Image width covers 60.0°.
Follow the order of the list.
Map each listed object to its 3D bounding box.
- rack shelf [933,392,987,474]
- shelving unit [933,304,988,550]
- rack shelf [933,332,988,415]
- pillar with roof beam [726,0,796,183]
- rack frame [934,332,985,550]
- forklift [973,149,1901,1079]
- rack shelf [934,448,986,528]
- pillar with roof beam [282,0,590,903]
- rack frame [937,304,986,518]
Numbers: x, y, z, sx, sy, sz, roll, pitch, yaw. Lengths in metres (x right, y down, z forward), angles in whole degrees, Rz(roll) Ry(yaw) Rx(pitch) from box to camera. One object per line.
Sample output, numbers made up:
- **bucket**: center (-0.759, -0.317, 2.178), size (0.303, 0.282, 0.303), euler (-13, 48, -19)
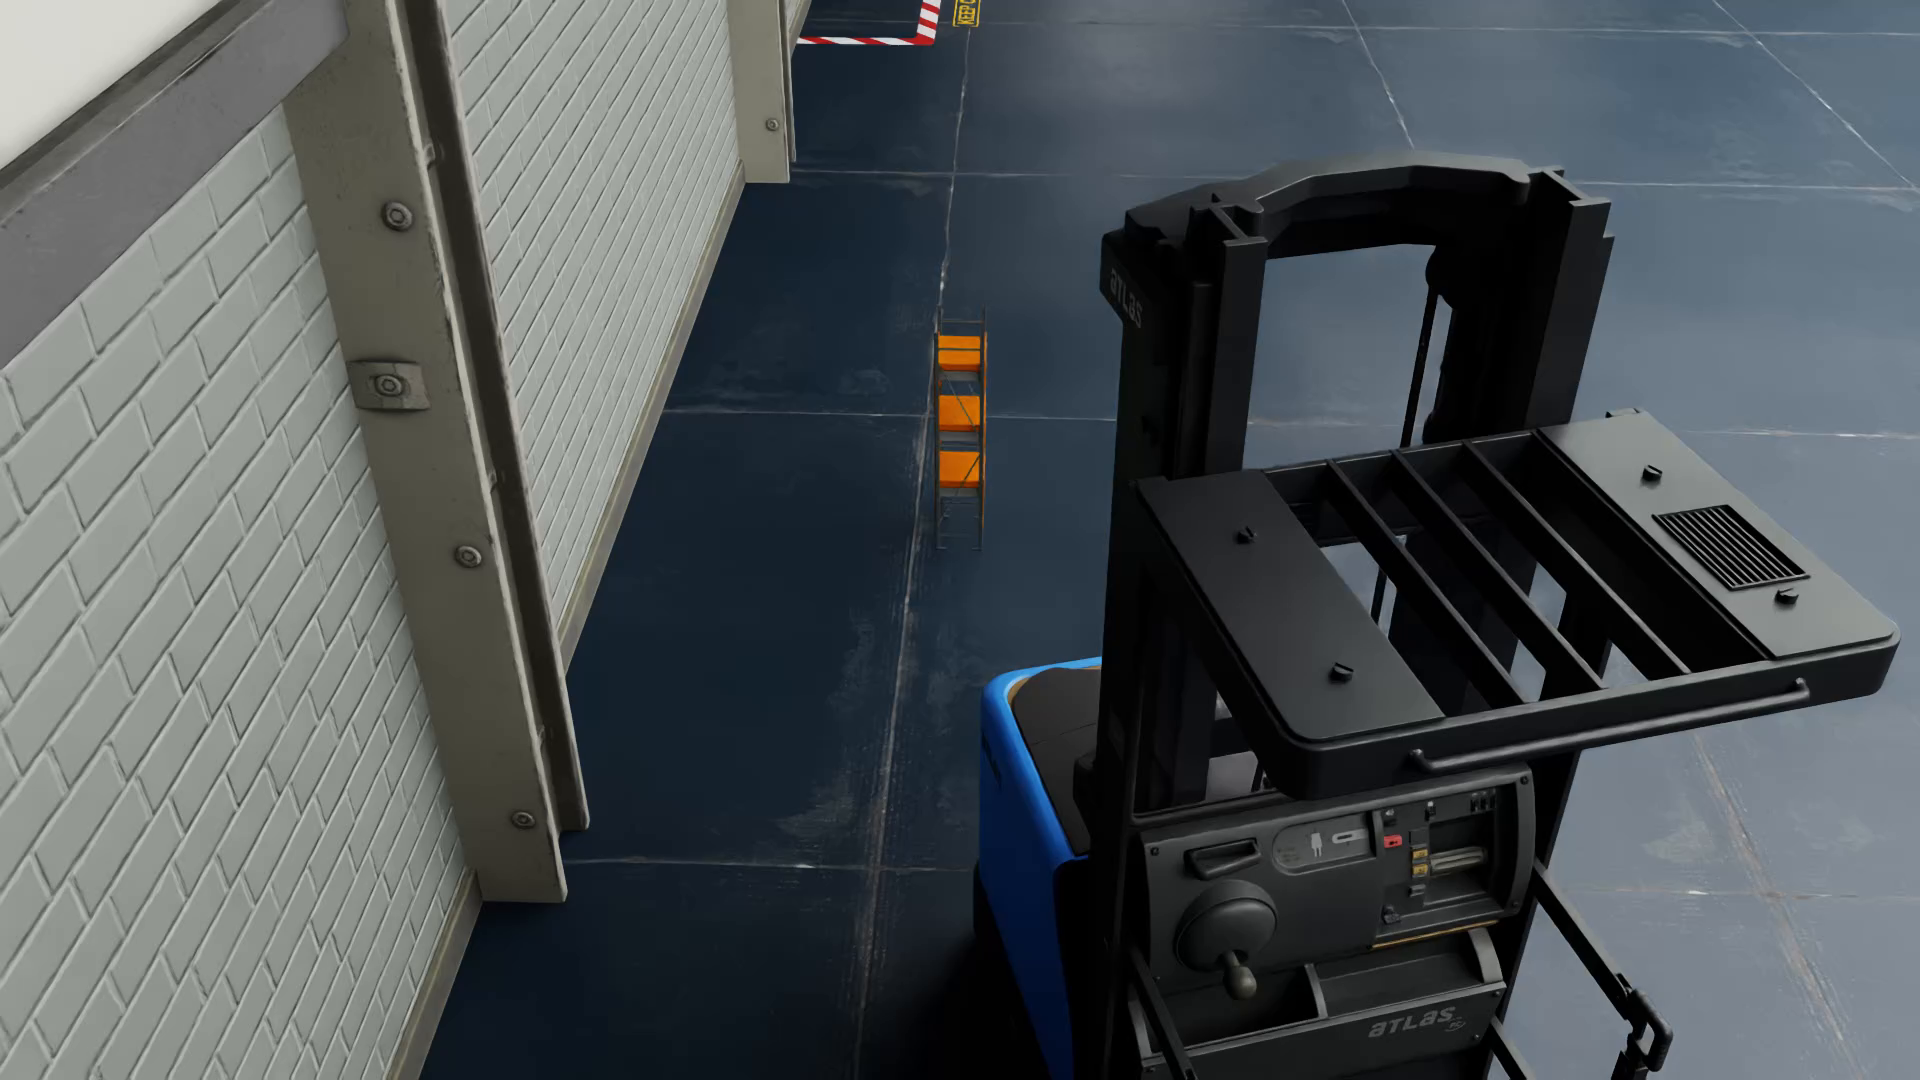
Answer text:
- **rack shelf**: center (0.002, -0.452, 6.998), size (0.215, 0.259, 0.240), euler (1, 35, 2)
- **shelving unit**: center (0.002, -0.460, 6.992), size (0.215, 1.050, 0.252), euler (1, 35, 2)
- **rack shelf**: center (0.002, -0.684, 6.835), size (0.215, 0.259, 0.240), euler (1, 35, 2)
- **pillar with roof beam**: center (3.079, -5.939, 7.875), size (9.100, 9.000, 0.400), euler (1, 35, 2)
- **rack frame**: center (-0.003, -0.390, 6.892), size (0.200, 1.050, 0.008), euler (1, 35, 2)
- **forklift**: center (0.906, 0.822, 3.531), size (1.130, 2.935, 3.031), euler (-8, 36, -12)
- **rack shelf**: center (0.002, -0.224, 7.158), size (0.215, 0.259, 0.240), euler (1, 35, 2)
- **pillar with roof beam**: center (2.838, -2.492, 2.970), size (9.100, 9.000, 0.400), euler (1, 35, 2)
- **rack frame**: center (0.007, -0.530, 7.092), size (0.200, 1.050, 0.008), euler (1, 35, 2)
